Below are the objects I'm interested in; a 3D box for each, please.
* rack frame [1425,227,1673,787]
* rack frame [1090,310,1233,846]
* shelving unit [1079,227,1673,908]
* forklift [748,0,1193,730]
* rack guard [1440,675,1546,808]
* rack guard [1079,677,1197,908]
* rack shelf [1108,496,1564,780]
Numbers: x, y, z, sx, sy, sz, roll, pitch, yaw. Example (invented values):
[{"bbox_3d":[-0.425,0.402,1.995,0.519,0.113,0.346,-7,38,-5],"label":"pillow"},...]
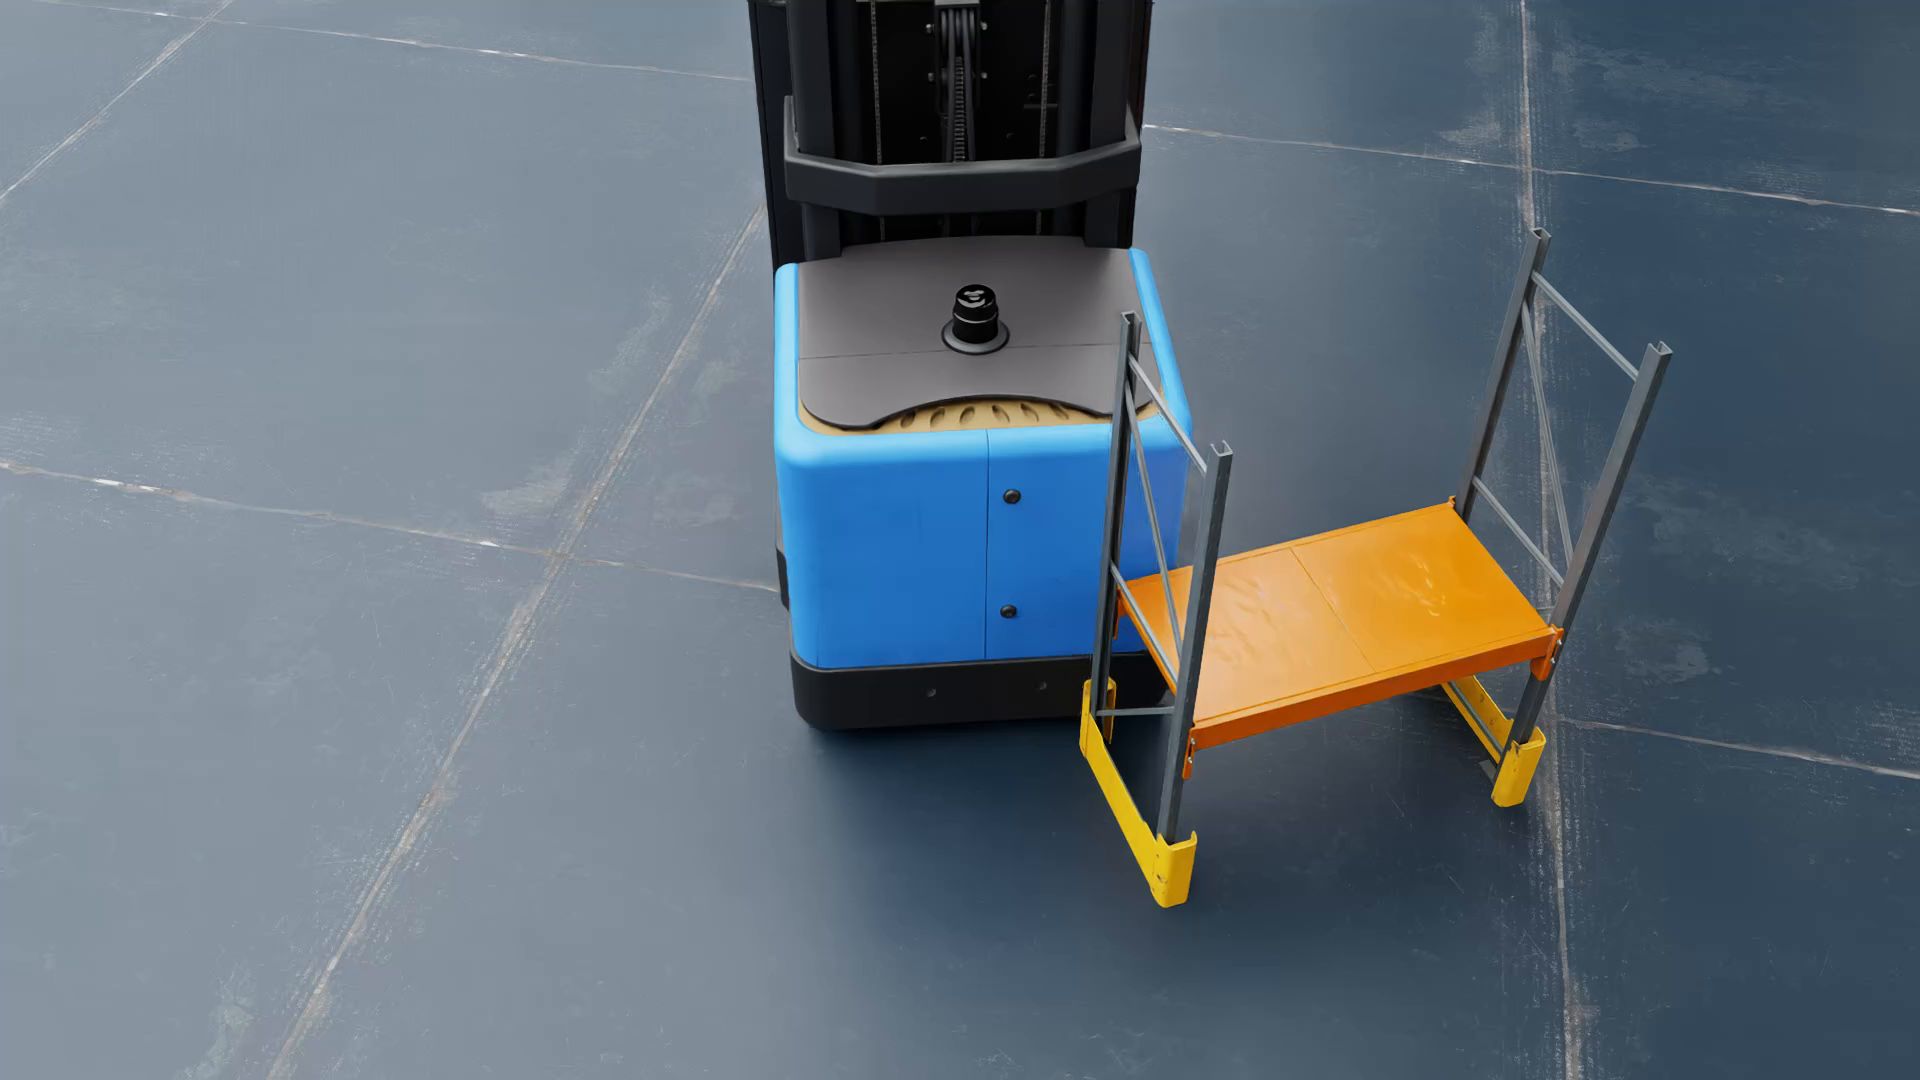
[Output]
[{"bbox_3d":[1.406,-0.015,4.184,0.032,1.500,0.500,-13,45,-13],"label":"rack frame"},{"bbox_3d":[0.443,0.210,3.951,0.032,1.500,0.500,-13,45,-13],"label":"rack frame"},{"bbox_3d":[0.933,0.095,4.069,1.083,1.500,0.587,-13,45,-13],"label":"shelving unit"},{"bbox_3d":[-0.044,-1.548,4.745,1.130,2.935,3.031,-3,44,-3],"label":"forklift"},{"bbox_3d":[1.405,0.436,4.617,0.087,0.250,0.587,-13,45,-13],"label":"rack guard"},{"bbox_3d":[0.461,0.656,4.388,0.087,0.250,0.587,-13,45,-13],"label":"rack guard"},{"bbox_3d":[0.924,0.227,4.192,1.000,0.185,0.538,-13,45,-13],"label":"rack shelf"}]
